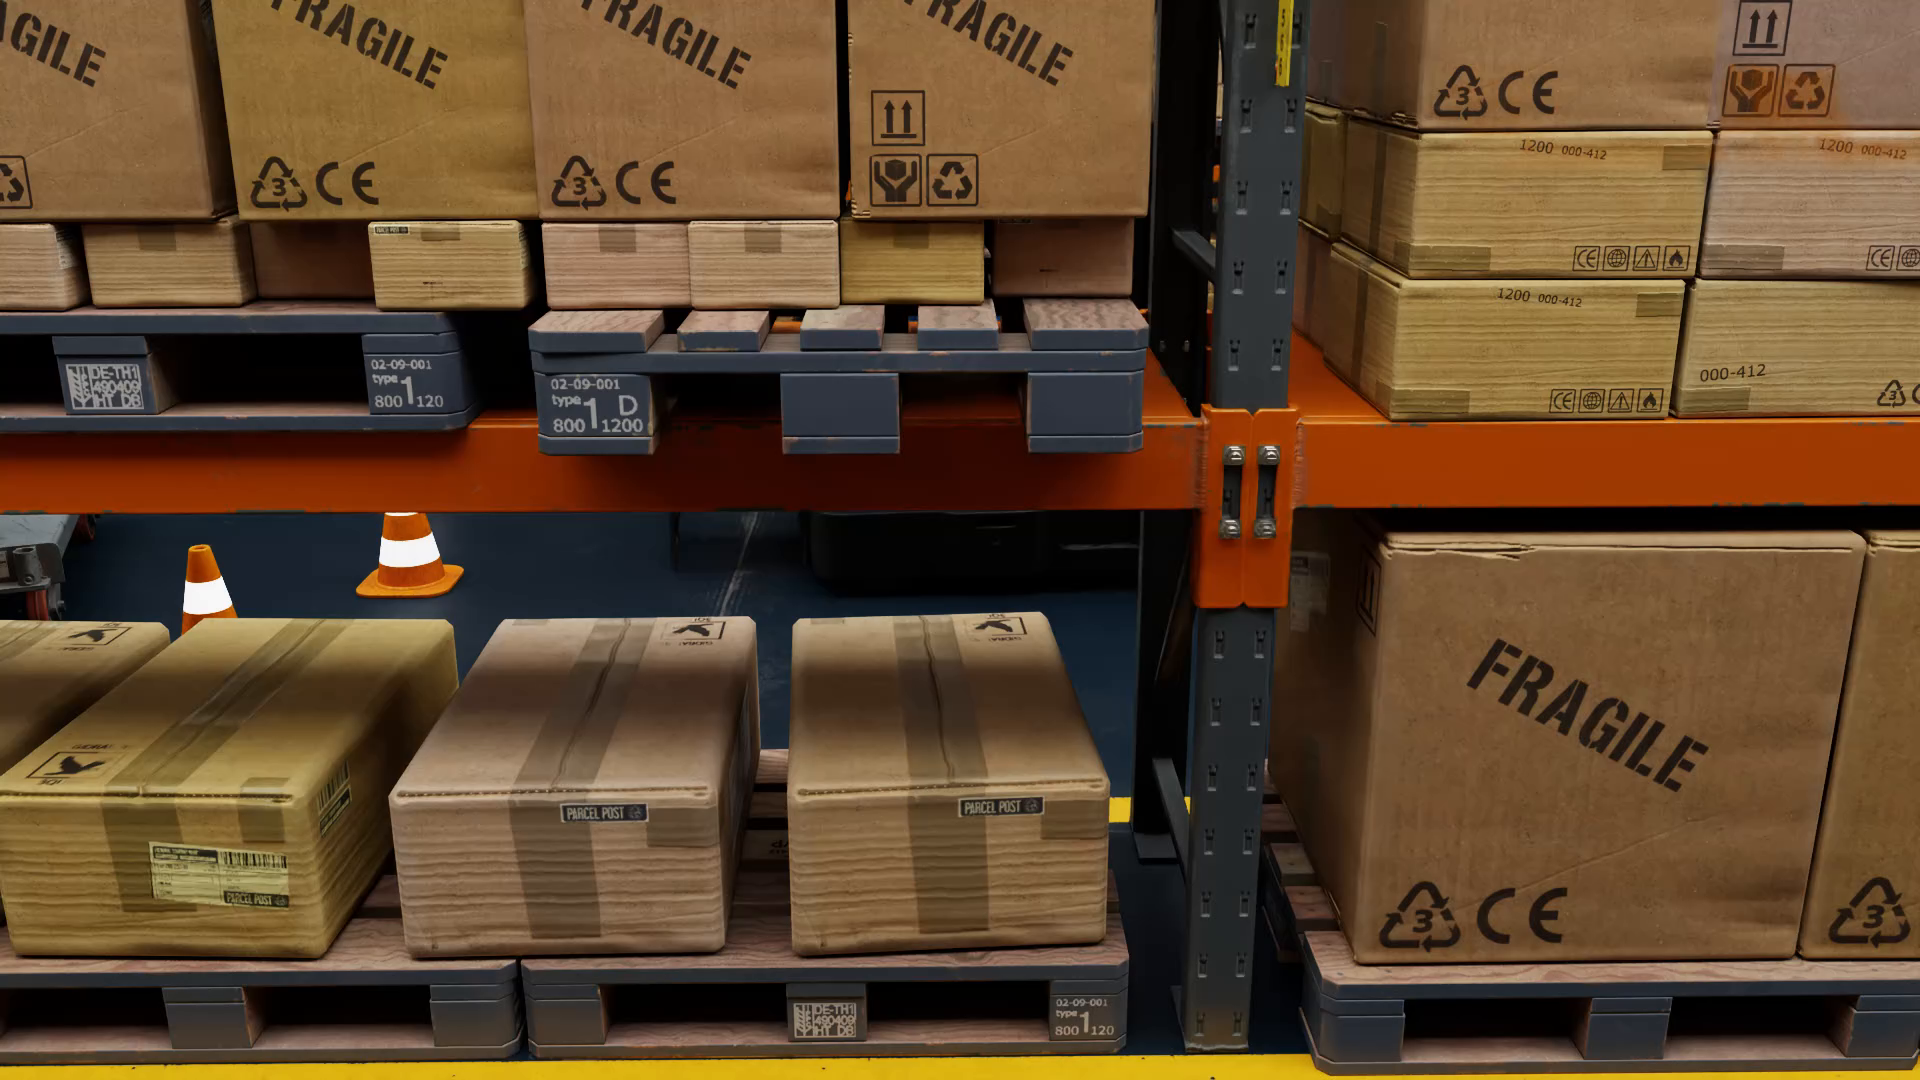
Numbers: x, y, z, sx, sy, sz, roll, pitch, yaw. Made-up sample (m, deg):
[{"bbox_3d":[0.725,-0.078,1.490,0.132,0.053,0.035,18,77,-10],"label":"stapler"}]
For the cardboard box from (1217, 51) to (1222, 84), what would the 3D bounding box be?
[{"bbox_3d":[1.086,-2.227,7.815,0.250,0.149,0.380,1,18,2],"label":"cardboard box"}]

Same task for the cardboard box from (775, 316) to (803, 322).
[{"bbox_3d":[-1.156,-1.210,8.404,0.750,0.750,1.050,0,18,0],"label":"cardboard box"}]

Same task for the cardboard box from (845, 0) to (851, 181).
[{"bbox_3d":[-0.467,-1.004,3.427,0.500,0.500,0.500,1,18,2],"label":"cardboard box"}]

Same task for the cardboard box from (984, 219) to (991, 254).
[{"bbox_3d":[0.179,-0.686,3.499,0.250,0.149,0.380,-1,18,-4],"label":"cardboard box"}]

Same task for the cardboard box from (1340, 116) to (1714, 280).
[{"bbox_3d":[1.018,-0.644,3.072,0.500,0.250,0.500,0,18,-1],"label":"cardboard box"}]

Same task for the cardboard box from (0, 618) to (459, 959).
[{"bbox_3d":[-1.554,0.508,3.666,0.625,0.372,0.950,0,18,1],"label":"cardboard box"}]

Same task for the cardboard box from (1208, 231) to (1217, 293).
[{"bbox_3d":[1.021,-1.358,8.047,0.500,0.250,0.500,-1,18,-3],"label":"cardboard box"}]

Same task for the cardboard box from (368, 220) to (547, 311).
[{"bbox_3d":[-0.862,-0.515,2.965,0.250,0.149,0.380,0,18,0],"label":"cardboard box"}]

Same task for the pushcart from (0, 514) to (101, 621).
[{"bbox_3d":[-3.578,0.021,5.863,0.936,0.377,1.648,-7,19,-20],"label":"pushcart"}]

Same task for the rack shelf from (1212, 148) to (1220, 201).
[{"bbox_3d":[2.328,-1.729,8.204,4.000,0.370,1.077,0,18,-1],"label":"rack shelf"}]

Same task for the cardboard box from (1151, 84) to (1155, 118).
[{"bbox_3d":[0.779,-2.083,7.853,0.250,0.149,0.380,-1,18,-2],"label":"cardboard box"}]

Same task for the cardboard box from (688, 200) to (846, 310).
[{"bbox_3d":[-0.335,-0.519,2.979,0.250,0.149,0.380,0,18,-1],"label":"cardboard box"}]

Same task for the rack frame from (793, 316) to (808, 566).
[{"bbox_3d":[-0.605,-0.964,6.114,0.015,2.100,0.400,-2,18,-7],"label":"rack frame"}]

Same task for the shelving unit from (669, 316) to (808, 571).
[{"bbox_3d":[-0.847,-0.954,6.084,0.503,2.100,0.431,-2,18,-7],"label":"shelving unit"}]

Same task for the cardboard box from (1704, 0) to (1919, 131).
[{"bbox_3d":[1.500,-1.007,2.976,0.500,0.500,0.500,0,18,-1],"label":"cardboard box"}]

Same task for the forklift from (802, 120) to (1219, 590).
[{"bbox_3d":[0.926,-1.400,6.114,3.031,2.935,1.130,-2,18,-7],"label":"forklift"}]

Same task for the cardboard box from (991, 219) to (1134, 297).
[{"bbox_3d":[0.183,-0.557,3.098,0.250,0.149,0.380,0,18,1],"label":"cardboard box"}]

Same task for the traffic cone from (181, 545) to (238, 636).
[{"bbox_3d":[-2.274,0.243,5.032,0.334,0.463,0.336,0,18,-1],"label":"traffic cone"}]

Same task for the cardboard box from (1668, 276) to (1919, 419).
[{"bbox_3d":[1.514,-0.412,3.168,0.500,0.250,0.500,-1,18,-2],"label":"cardboard box"}]

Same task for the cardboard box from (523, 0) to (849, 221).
[{"bbox_3d":[-0.460,-0.847,2.938,0.500,0.500,0.500,-1,18,-2],"label":"cardboard box"}]

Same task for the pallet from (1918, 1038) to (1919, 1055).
[{"bbox_3d":[2.514,0.792,3.735,1.213,0.211,1.003,0,18,-1],"label":"pallet"}]

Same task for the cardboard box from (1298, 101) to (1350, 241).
[{"bbox_3d":[0.988,-0.797,3.549,0.500,0.250,0.500,0,18,-1],"label":"cardboard box"}]

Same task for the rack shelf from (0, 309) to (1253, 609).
[{"bbox_3d":[-1.492,-0.198,3.433,4.000,0.370,1.077,0,18,-1],"label":"rack shelf"}]

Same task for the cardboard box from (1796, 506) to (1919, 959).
[{"bbox_3d":[2.091,0.280,3.554,0.875,0.875,0.875,0,18,0],"label":"cardboard box"}]

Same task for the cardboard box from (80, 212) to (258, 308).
[{"bbox_3d":[-1.365,-0.526,2.999,0.250,0.149,0.380,-1,18,-3],"label":"cardboard box"}]

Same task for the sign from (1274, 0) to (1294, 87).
[{"bbox_3d":[0.525,-0.898,2.672,0.005,0.325,0.100,0,18,-1],"label":"sign"}]

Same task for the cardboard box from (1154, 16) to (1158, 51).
[{"bbox_3d":[0.798,-2.369,7.770,0.250,0.149,0.380,0,18,-1],"label":"cardboard box"}]

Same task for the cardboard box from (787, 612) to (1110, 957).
[{"bbox_3d":[-0.058,0.500,3.691,0.625,0.372,0.950,-1,18,-5],"label":"cardboard box"}]

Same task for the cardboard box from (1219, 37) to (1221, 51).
[{"bbox_3d":[1.307,-2.370,7.776,0.250,0.149,0.380,0,18,-1],"label":"cardboard box"}]

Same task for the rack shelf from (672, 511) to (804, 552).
[{"bbox_3d":[-0.847,-0.275,6.302,0.480,0.518,0.431,-2,18,-7],"label":"rack shelf"}]

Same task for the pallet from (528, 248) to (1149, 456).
[{"bbox_3d":[-0.204,-0.423,3.270,1.003,0.211,1.213,0,18,-1],"label":"pallet"}]

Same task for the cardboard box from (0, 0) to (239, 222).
[{"bbox_3d":[-1.510,-0.842,2.922,0.500,0.500,0.500,-1,18,-3],"label":"cardboard box"}]

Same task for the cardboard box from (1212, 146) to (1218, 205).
[{"bbox_3d":[1.933,-2.764,13.045,0.875,0.875,1.225,0,18,-1],"label":"cardboard box"}]

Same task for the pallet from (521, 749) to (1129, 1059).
[{"bbox_3d":[-0.274,0.781,3.769,1.213,0.211,1.003,0,18,-1],"label":"pallet"}]
